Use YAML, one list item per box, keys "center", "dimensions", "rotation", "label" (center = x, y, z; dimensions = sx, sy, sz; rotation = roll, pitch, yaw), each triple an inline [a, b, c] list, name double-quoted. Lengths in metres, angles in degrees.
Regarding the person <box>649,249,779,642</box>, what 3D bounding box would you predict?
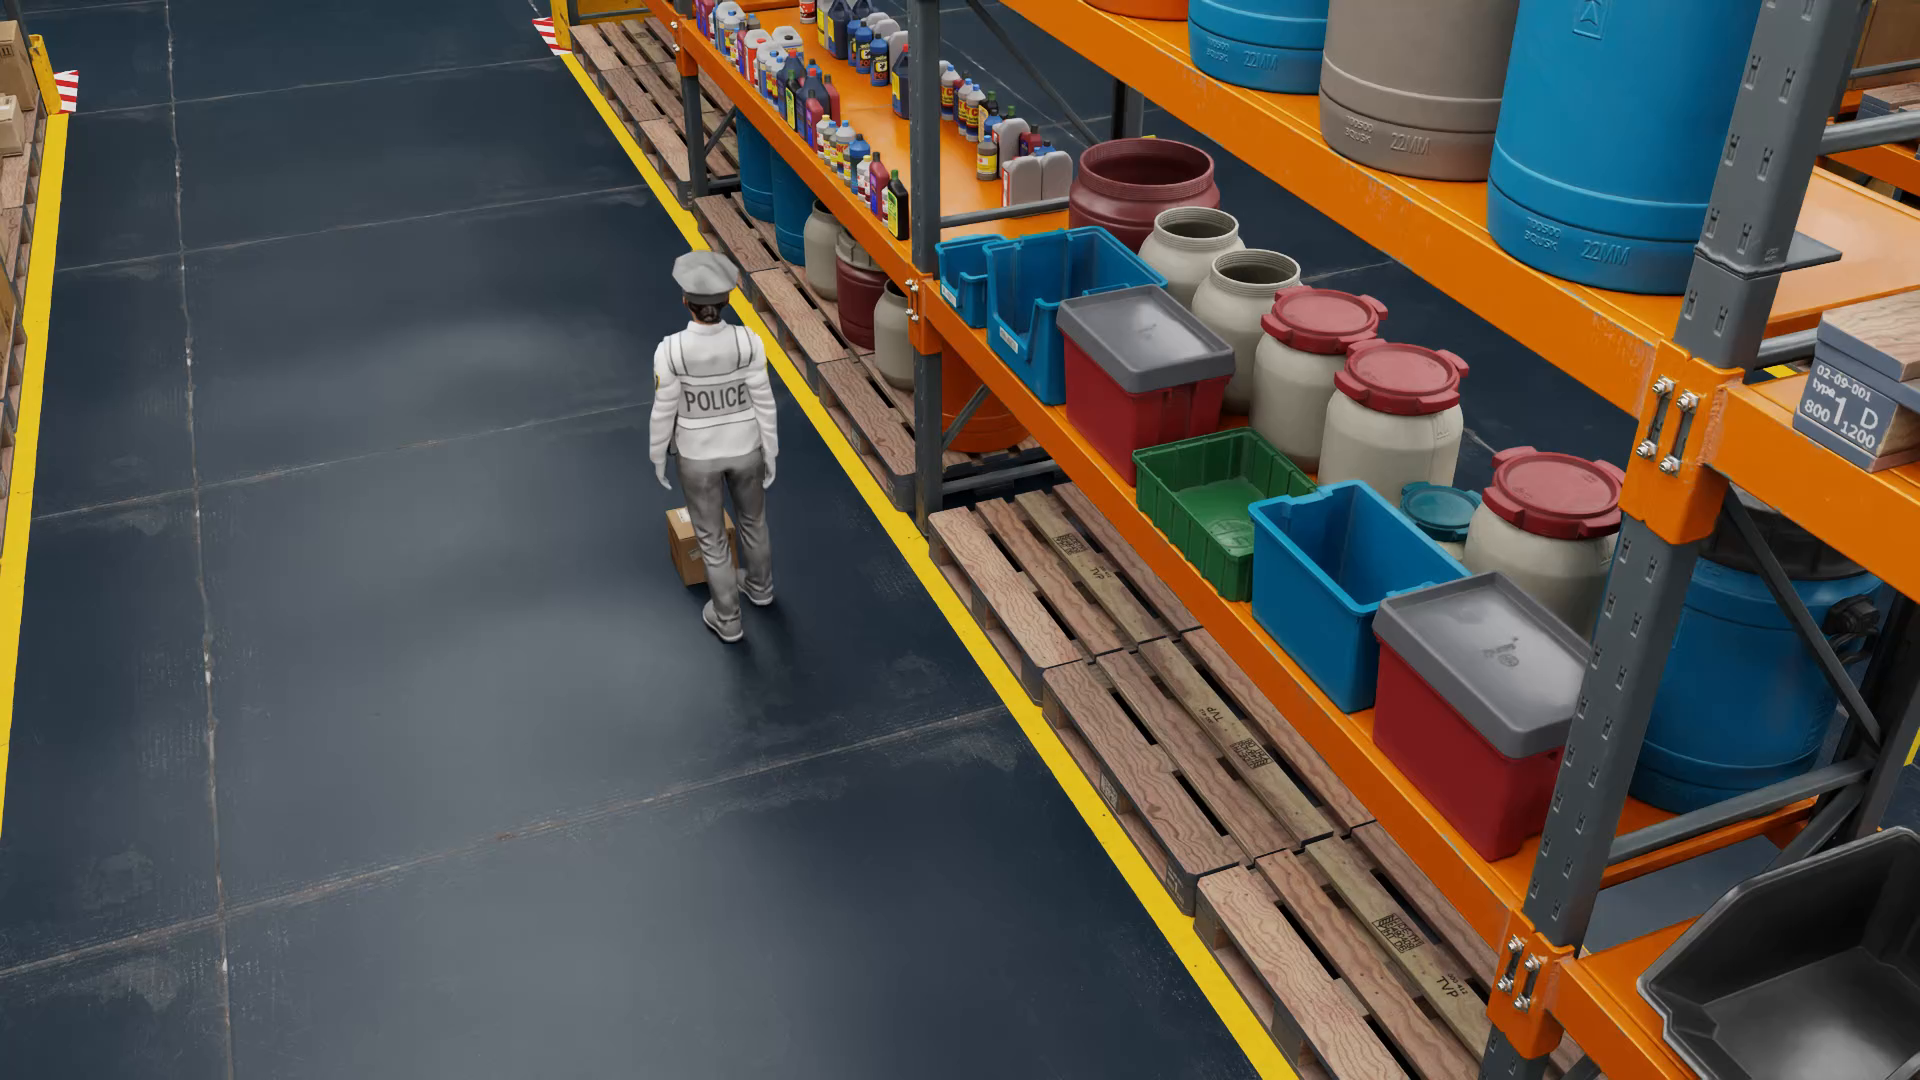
- center: [-1.015, -0.383, 6.703]
  dimensions: [0.498, 1.682, 0.492]
  rotation: [-13, 36, -18]
  label: "person"
